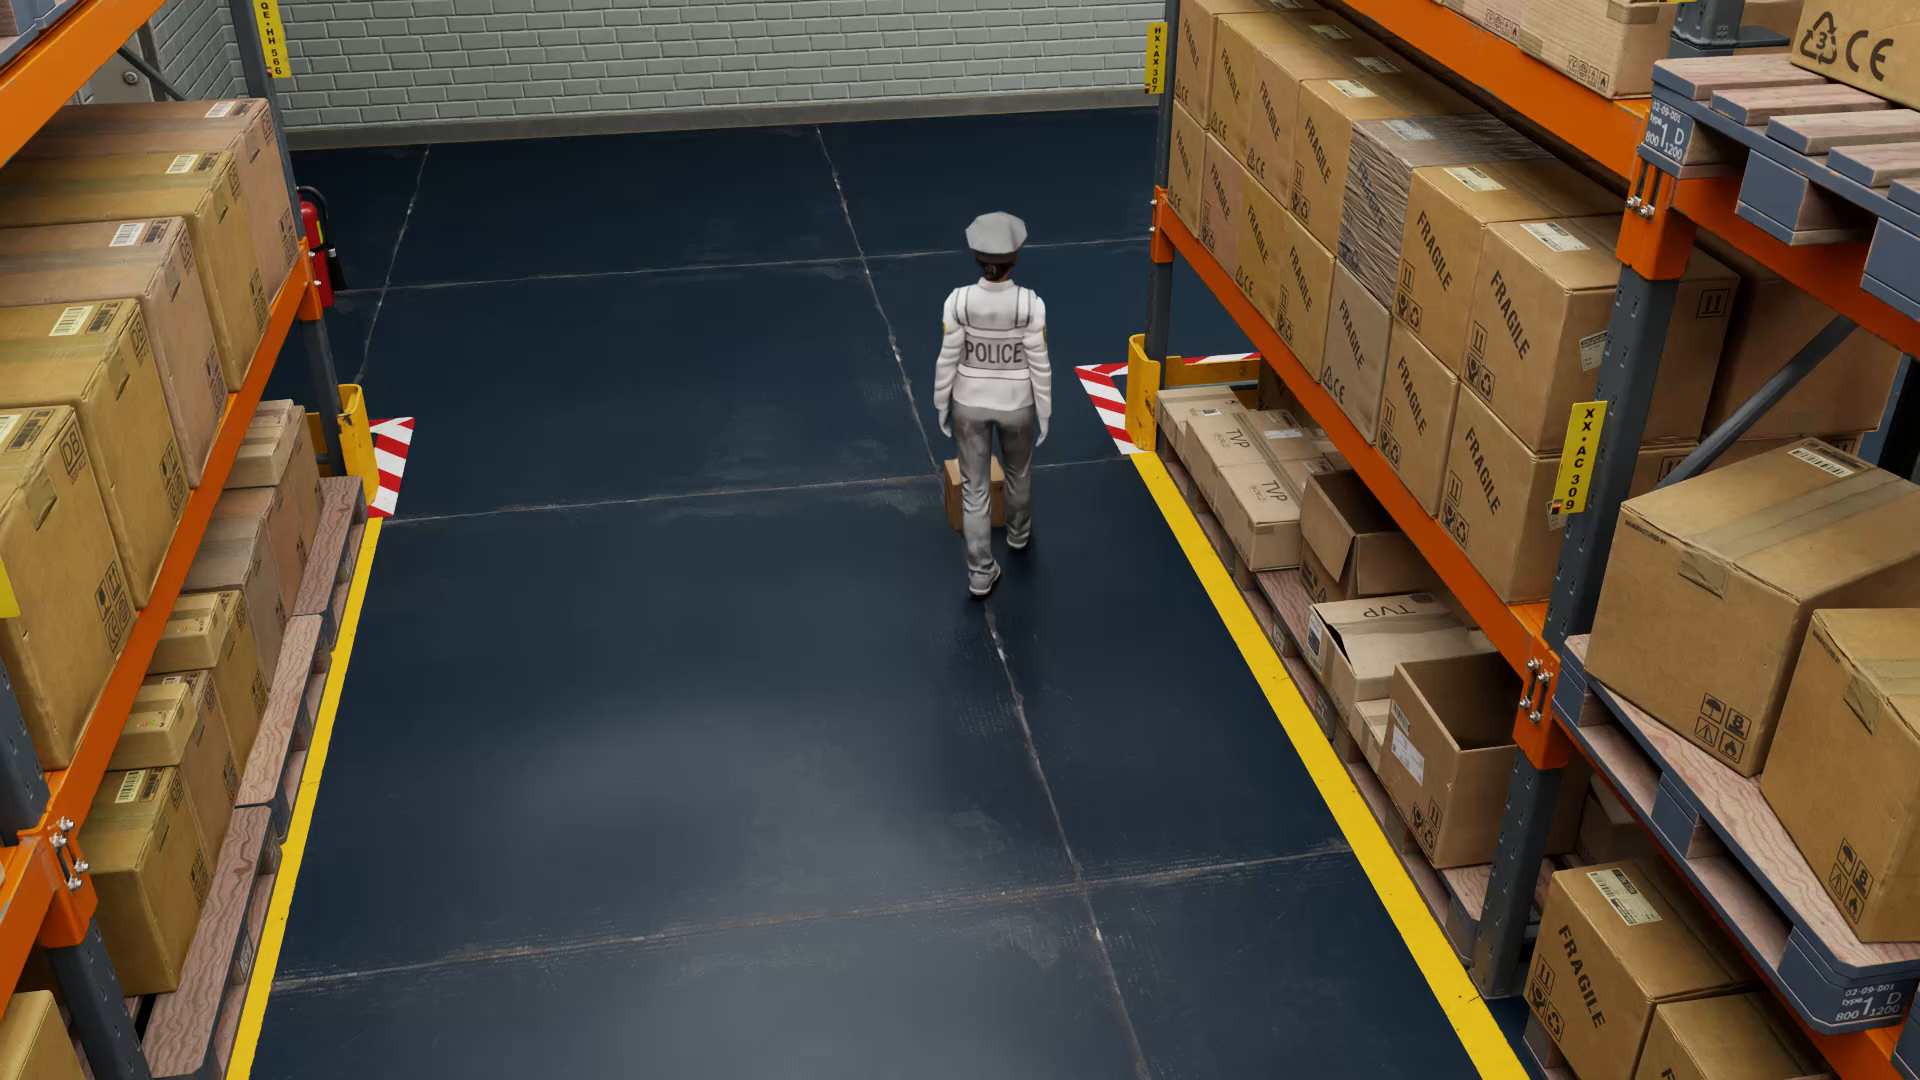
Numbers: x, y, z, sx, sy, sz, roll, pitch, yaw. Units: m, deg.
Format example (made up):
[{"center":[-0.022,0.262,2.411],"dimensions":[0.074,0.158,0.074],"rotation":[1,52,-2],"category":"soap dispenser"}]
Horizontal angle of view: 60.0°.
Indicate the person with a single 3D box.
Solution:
[{"center":[0.140,-0.632,7.162],"dimensions":[0.499,1.671,0.694],"rotation":[1,31,1],"category":"person"}]
